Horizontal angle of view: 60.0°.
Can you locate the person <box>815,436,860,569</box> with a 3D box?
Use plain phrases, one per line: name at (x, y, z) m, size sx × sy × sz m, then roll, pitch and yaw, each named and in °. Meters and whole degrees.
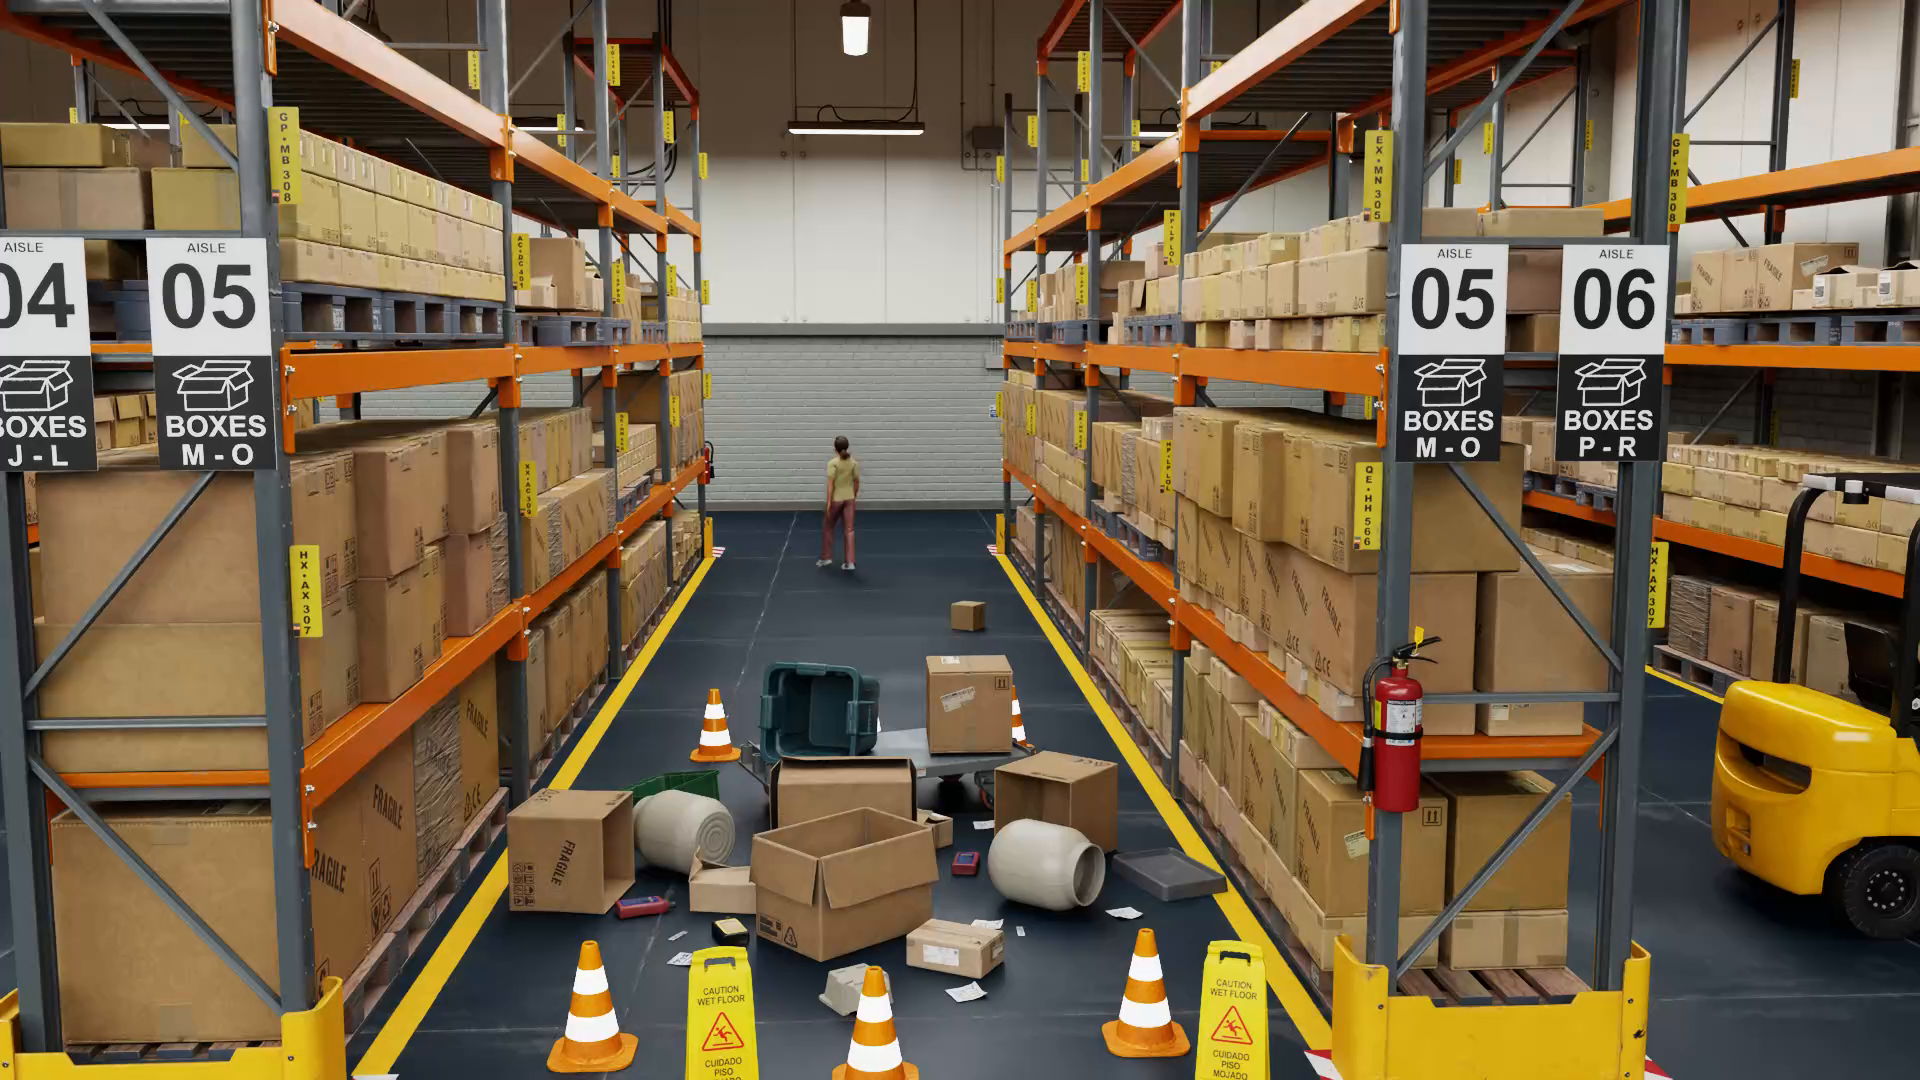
person at (-1.488, -0.462, 20.537) m, size 0.478 × 1.664 × 0.853 m, roll -3°, pitch 8°, yaw -24°
